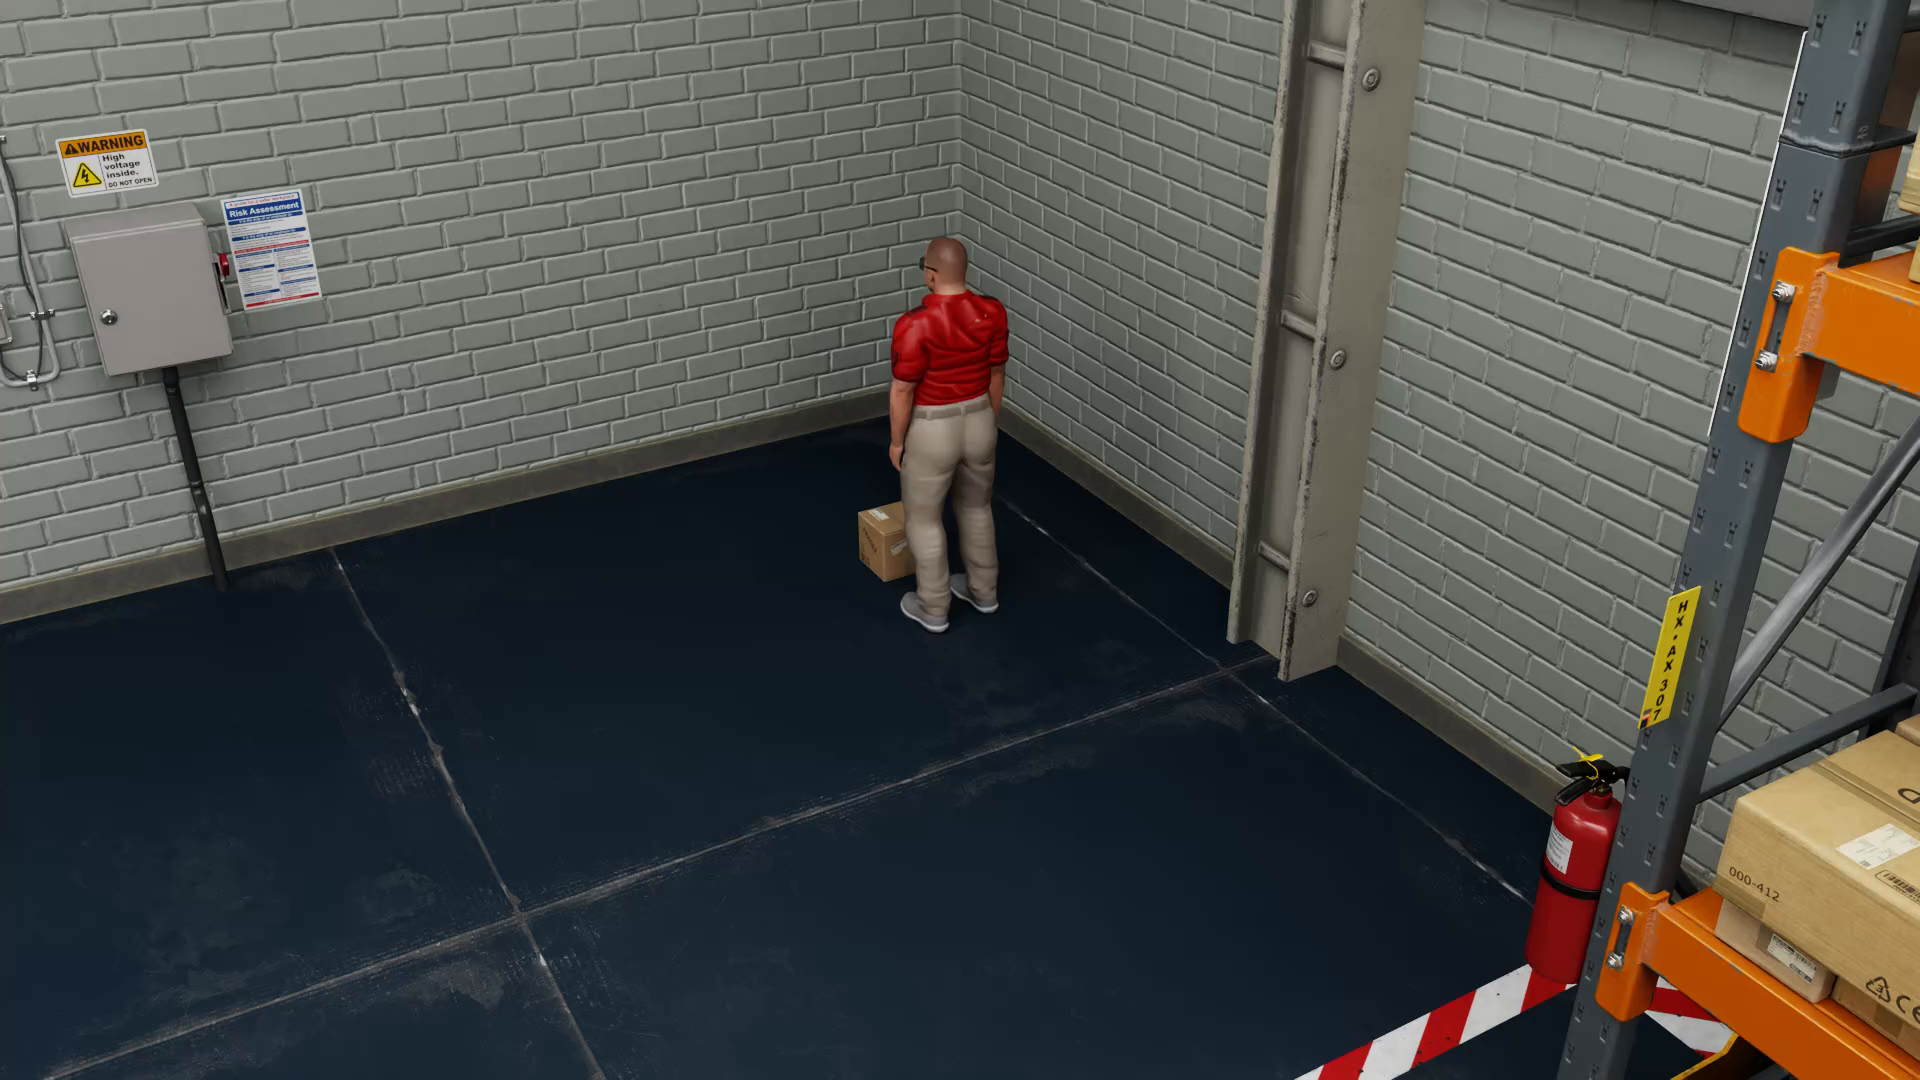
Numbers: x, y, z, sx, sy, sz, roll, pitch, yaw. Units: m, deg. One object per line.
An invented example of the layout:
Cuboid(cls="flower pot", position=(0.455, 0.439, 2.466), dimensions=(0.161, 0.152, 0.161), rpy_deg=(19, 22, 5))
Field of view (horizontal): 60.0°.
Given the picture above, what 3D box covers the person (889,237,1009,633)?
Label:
Cuboid(cls="person", position=(-0.070, -0.444, 6.956), dimensions=(0.527, 1.725, 0.366), rpy_deg=(-15, 32, -25))
